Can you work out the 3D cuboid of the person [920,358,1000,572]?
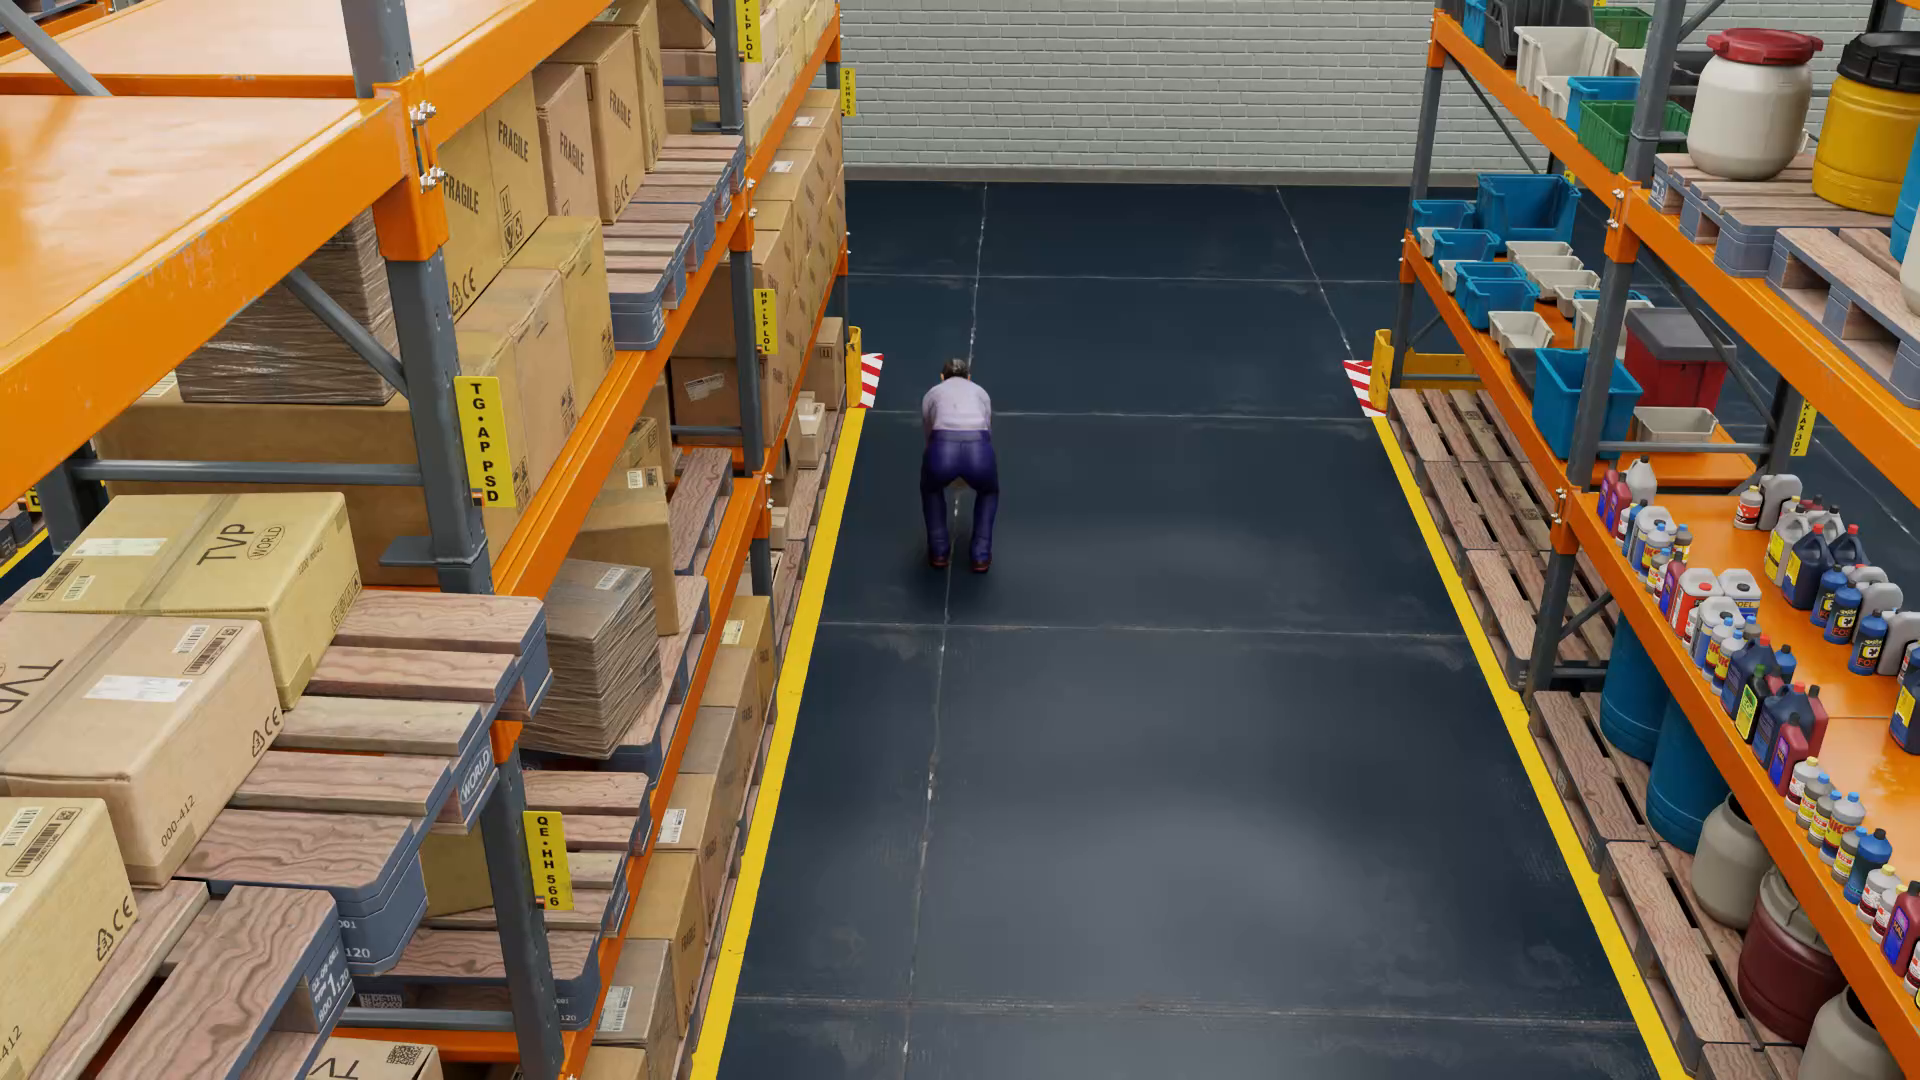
[{"bbox_3d":[-0.003,-0.436,10.013,0.483,1.124,0.877,0,28,0],"label":"person"}]
